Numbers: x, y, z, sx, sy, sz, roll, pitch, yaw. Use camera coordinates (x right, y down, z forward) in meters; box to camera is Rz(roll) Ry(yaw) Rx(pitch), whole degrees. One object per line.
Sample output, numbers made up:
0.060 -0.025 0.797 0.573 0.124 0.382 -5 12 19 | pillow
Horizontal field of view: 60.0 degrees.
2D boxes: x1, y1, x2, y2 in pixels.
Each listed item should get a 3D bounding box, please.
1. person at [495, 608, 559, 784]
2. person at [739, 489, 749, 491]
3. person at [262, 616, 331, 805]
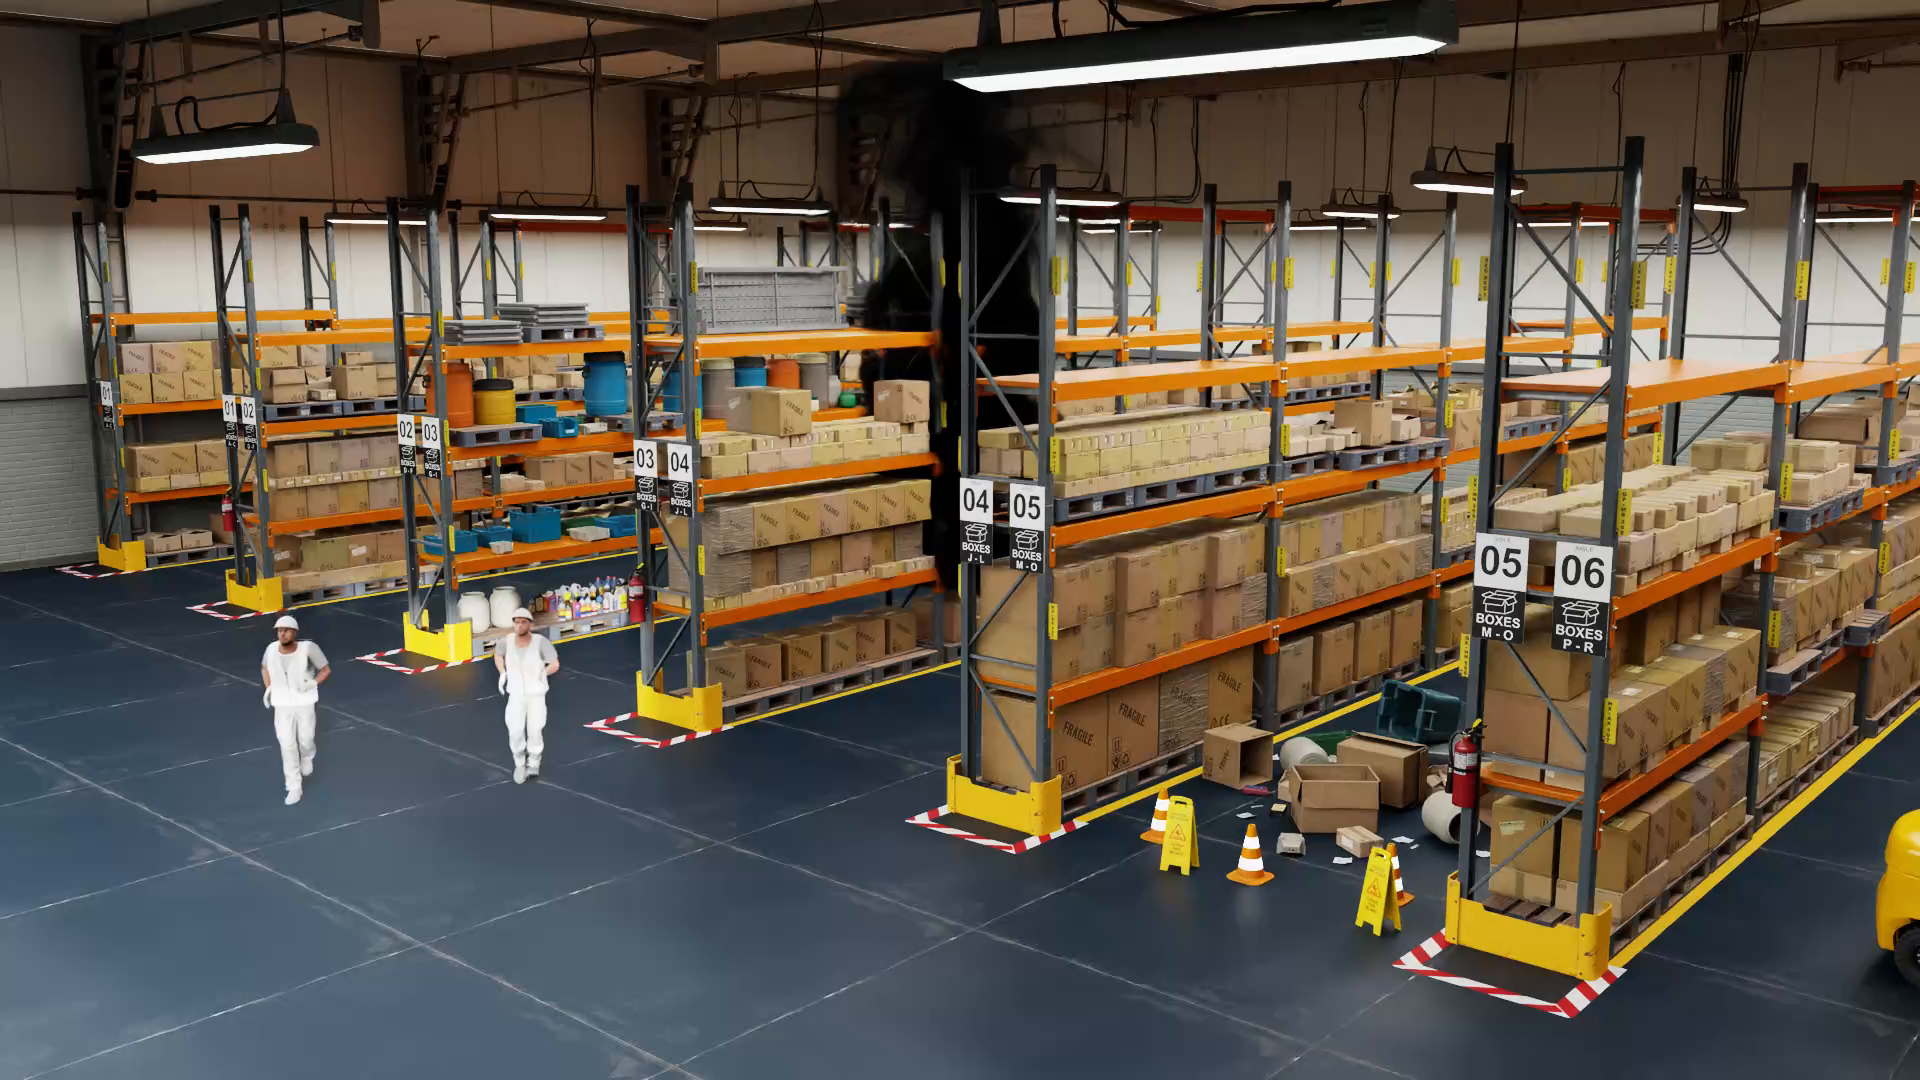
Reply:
-4.329 1.561 16.585 0.661 1.783 0.673 -1 10 -7 | person
-3.914 -0.410 28.228 0.691 1.776 0.944 7 12 38 | person
-6.495 1.610 16.285 0.670 1.786 0.882 -2 10 -11 | person
